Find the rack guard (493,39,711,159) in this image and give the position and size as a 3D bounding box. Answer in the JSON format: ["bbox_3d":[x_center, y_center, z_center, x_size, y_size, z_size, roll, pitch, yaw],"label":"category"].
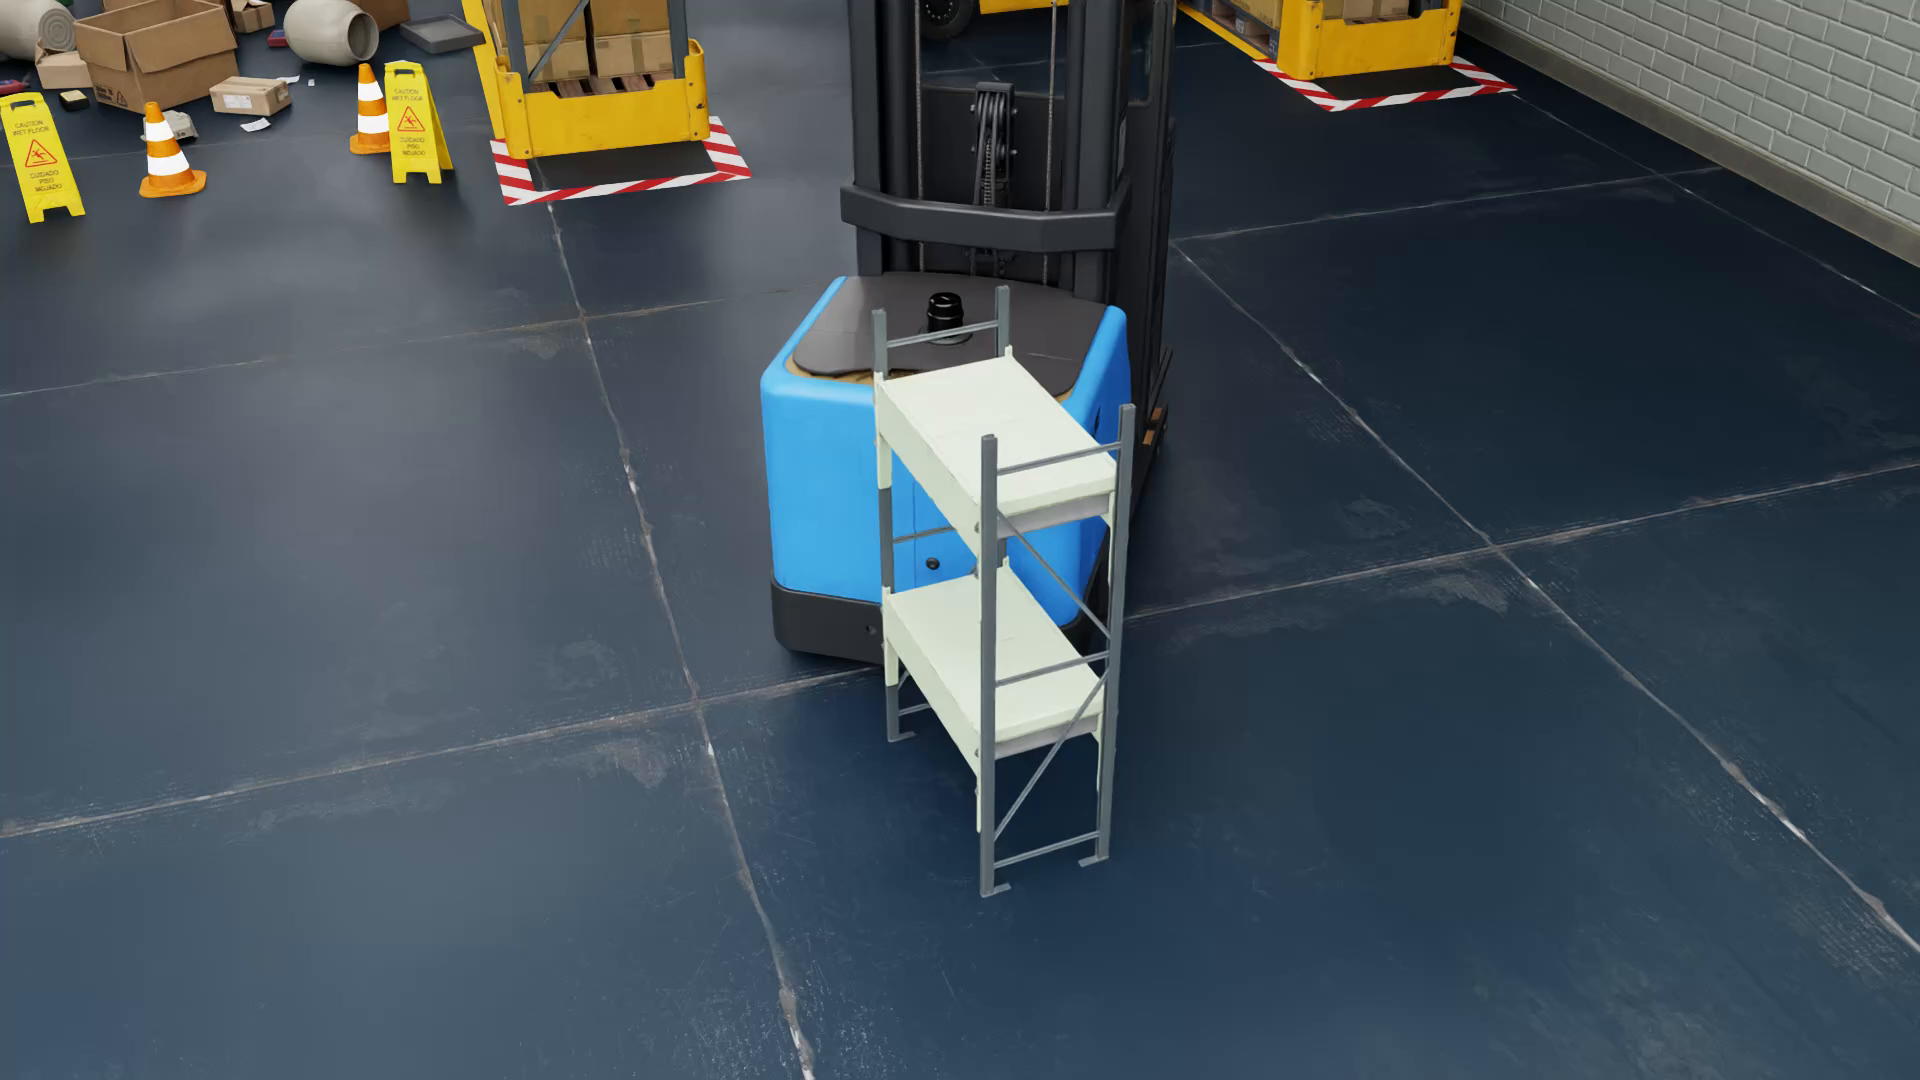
[{"bbox_3d":[-2.076,-2.576,9.695,1.175,0.500,0.348,-10,35,-15],"label":"rack guard"}]

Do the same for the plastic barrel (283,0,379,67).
[{"bbox_3d":[-4.124,-3.334,10.911,0.512,0.421,0.421,13,36,18],"label":"plastic barrel"}]

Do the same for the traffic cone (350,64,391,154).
[{"bbox_3d":[-3.412,-2.529,9.658,0.336,0.463,0.334,-10,35,-15],"label":"traffic cone"}]

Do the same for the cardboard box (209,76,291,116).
[{"bbox_3d":[-4.376,-2.738,10.258,0.380,0.149,0.250,7,34,10],"label":"cardboard box"}]

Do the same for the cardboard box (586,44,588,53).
[{"bbox_3d":[-2.184,-3.346,10.706,0.500,0.250,0.500,-9,34,-13],"label":"cardboard box"}]

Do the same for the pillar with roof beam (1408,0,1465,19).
[{"bbox_3d":[-0.780,-6.712,8.244,9.100,9.000,0.400,-10,35,-15],"label":"pillar with roof beam"}]

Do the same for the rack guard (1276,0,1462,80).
[{"bbox_3d":[2.681,-3.360,10.881,1.175,0.500,0.348,-10,35,-15],"label":"rack guard"}]

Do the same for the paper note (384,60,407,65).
[{"bbox_3d":[-3.716,-3.152,10.993,0.142,0.019,0.148,-23,40,-31],"label":"paper note"}]

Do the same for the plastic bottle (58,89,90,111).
[{"bbox_3d":[-5.522,-2.743,10.346,0.133,0.061,0.283,-23,40,-31],"label":"plastic bottle"}]

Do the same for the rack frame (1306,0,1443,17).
[{"bbox_3d":[2.674,-4.416,10.211,1.000,3.000,0.127,-10,35,-15],"label":"rack frame"}]

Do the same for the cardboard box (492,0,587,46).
[{"bbox_3d":[-2.545,-3.297,9.951,0.500,0.500,0.500,-10,35,-14],"label":"cardboard box"}]

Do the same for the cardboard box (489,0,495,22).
[{"bbox_3d":[-2.707,-3.570,10.365,0.500,0.500,0.500,-9,34,-13],"label":"cardboard box"}]

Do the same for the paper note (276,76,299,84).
[{"bbox_3d":[-4.353,-2.968,10.724,0.148,0.019,0.142,1,33,2],"label":"paper note"}]

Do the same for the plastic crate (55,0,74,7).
[{"bbox_3d":[-6.655,-3.773,11.738,0.450,0.188,0.662,-2,32,16],"label":"plastic crate"}]

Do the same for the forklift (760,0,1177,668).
[{"bbox_3d":[0.232,-1.544,5.929,1.130,2.935,3.031,8,34,12],"label":"forklift"}]

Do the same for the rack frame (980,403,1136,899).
[{"bbox_3d":[0.240,0.342,4.369,0.400,1.500,0.023,-14,36,-19],"label":"rack frame"}]

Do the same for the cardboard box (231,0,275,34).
[{"bbox_3d":[-5.068,-3.750,11.684,0.396,0.266,0.258,19,38,26],"label":"cardboard box"}]

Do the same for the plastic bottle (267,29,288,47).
[{"bbox_3d":[-4.665,-3.460,11.431,0.133,0.061,0.283,-4,34,-6],"label":"plastic bottle"}]

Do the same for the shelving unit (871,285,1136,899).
[{"bbox_3d":[0.097,0.157,4.650,0.431,1.500,0.755,-14,36,-19],"label":"shelving unit"}]

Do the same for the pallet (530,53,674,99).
[{"bbox_3d":[-2.290,-2.888,10.429,1.003,0.211,1.213,-10,35,-15],"label":"pallet"}]

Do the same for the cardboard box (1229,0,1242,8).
[{"bbox_3d":[2.087,-3.900,11.544,0.500,0.250,0.500,-10,35,-15],"label":"cardboard box"}]

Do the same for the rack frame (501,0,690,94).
[{"bbox_3d":[-2.052,-3.579,8.945,1.000,3.000,0.127,-10,35,-15],"label":"rack frame"}]

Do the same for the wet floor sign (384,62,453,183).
[{"bbox_3d":[-3.013,-2.317,9.171,0.267,0.644,0.232,1,33,2],"label":"wet floor sign"}]

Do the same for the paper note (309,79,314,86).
[{"bbox_3d":[-4.171,-2.942,10.693,0.032,0.001,0.123,-10,35,-15],"label":"paper note"}]

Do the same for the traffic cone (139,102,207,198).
[{"bbox_3d":[-4.365,-2.164,9.105,0.336,0.463,0.334,-10,35,-15],"label":"traffic cone"}]

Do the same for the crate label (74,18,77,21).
[{"bbox_3d":[-6.226,-3.518,11.449,0.250,0.136,0.298,19,38,26],"label":"crate label"}]

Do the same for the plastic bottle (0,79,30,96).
[{"bbox_3d":[-6.051,-2.862,10.525,0.283,0.061,0.133,-23,40,-31],"label":"plastic bottle"}]

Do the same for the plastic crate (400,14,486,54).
[{"bbox_3d":[-3.574,-3.499,11.472,0.402,0.080,0.583,-23,40,-31],"label":"plastic crate"}]

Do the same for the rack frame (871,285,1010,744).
[{"bbox_3d":[-0.047,-0.029,4.931,0.400,1.500,0.023,-14,36,-19],"label":"rack frame"}]

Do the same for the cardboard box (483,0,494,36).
[{"bbox_3d":[-2.871,-3.533,10.989,0.500,0.250,0.500,-11,35,-16],"label":"cardboard box"}]

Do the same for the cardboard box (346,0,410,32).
[{"bbox_3d":[-4.241,-3.846,11.614,0.500,0.500,0.500,13,36,18],"label":"cardboard box"}]

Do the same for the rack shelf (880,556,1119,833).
[{"bbox_3d":[0.098,0.428,4.831,0.431,0.370,0.720,-14,36,-19],"label":"rack shelf"}]

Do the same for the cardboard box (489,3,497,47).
[{"bbox_3d":[-2.706,-3.259,10.575,0.500,0.250,0.500,-10,35,-15],"label":"cardboard box"}]

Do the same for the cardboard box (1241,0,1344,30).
[{"bbox_3d":[2.229,-3.637,11.147,0.500,0.250,0.500,-10,35,-14],"label":"cardboard box"}]

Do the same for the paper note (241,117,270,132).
[{"bbox_3d":[-4.236,-2.502,10.008,0.148,0.019,0.142,-23,40,-31],"label":"paper note"}]

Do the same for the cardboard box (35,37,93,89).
[{"bbox_3d":[-5.677,-3.060,10.640,0.396,0.266,0.258,-4,34,-6],"label":"cardboard box"}]

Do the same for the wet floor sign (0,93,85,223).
[{"bbox_3d":[-4.841,-2.029,8.735,0.267,0.644,0.232,-16,37,-23],"label":"wet floor sign"}]

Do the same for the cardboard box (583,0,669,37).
[{"bbox_3d":[-2.043,-3.402,10.111,0.500,0.500,0.500,-11,35,-16],"label":"cardboard box"}]

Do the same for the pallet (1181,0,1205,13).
[{"bbox_3d":[2.032,-4.286,12.545,1.003,0.211,1.213,-10,35,-15],"label":"pallet"}]

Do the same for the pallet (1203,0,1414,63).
[{"bbox_3d":[2.401,-3.647,11.577,1.003,0.211,1.213,-10,35,-15],"label":"pallet"}]

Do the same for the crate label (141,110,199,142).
[{"bbox_3d":[-4.664,-2.431,9.804,0.298,0.136,0.250,27,42,34],"label":"crate label"}]

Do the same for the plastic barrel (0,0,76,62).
[{"bbox_3d":[-6.149,-3.381,10.983,0.512,0.421,0.421,13,36,18],"label":"plastic barrel"}]

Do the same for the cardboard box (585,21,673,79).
[{"bbox_3d":[-2.035,-3.077,10.299,0.500,0.250,0.500,-10,35,-15],"label":"cardboard box"}]

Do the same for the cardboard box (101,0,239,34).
[{"bbox_3d":[-5.292,-3.580,11.088,0.797,0.637,0.503,-10,35,-15],"label":"cardboard box"}]

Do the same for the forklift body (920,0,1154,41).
[{"bbox_3d":[0.358,-4.750,11.488,2.313,2.155,1.214,-10,35,-15],"label":"forklift body"}]

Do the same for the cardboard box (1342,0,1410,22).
[{"bbox_3d":[2.710,-3.734,11.294,0.500,0.250,0.500,-10,35,-15],"label":"cardboard box"}]

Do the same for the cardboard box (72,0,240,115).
[{"bbox_3d":[-4.999,-3.034,10.385,0.637,0.503,0.797,19,38,26],"label":"cardboard box"}]

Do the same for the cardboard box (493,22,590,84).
[{"bbox_3d":[-2.562,-2.999,10.180,0.500,0.250,0.500,-10,35,-15],"label":"cardboard box"}]

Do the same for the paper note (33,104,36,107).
[{"bbox_3d":[-5.754,-2.685,10.304,0.032,0.001,0.123,7,34,10],"label":"paper note"}]

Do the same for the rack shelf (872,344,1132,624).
[{"bbox_3d":[0.095,-0.169,4.434,0.431,0.370,0.720,-14,36,-19],"label":"rack shelf"}]
